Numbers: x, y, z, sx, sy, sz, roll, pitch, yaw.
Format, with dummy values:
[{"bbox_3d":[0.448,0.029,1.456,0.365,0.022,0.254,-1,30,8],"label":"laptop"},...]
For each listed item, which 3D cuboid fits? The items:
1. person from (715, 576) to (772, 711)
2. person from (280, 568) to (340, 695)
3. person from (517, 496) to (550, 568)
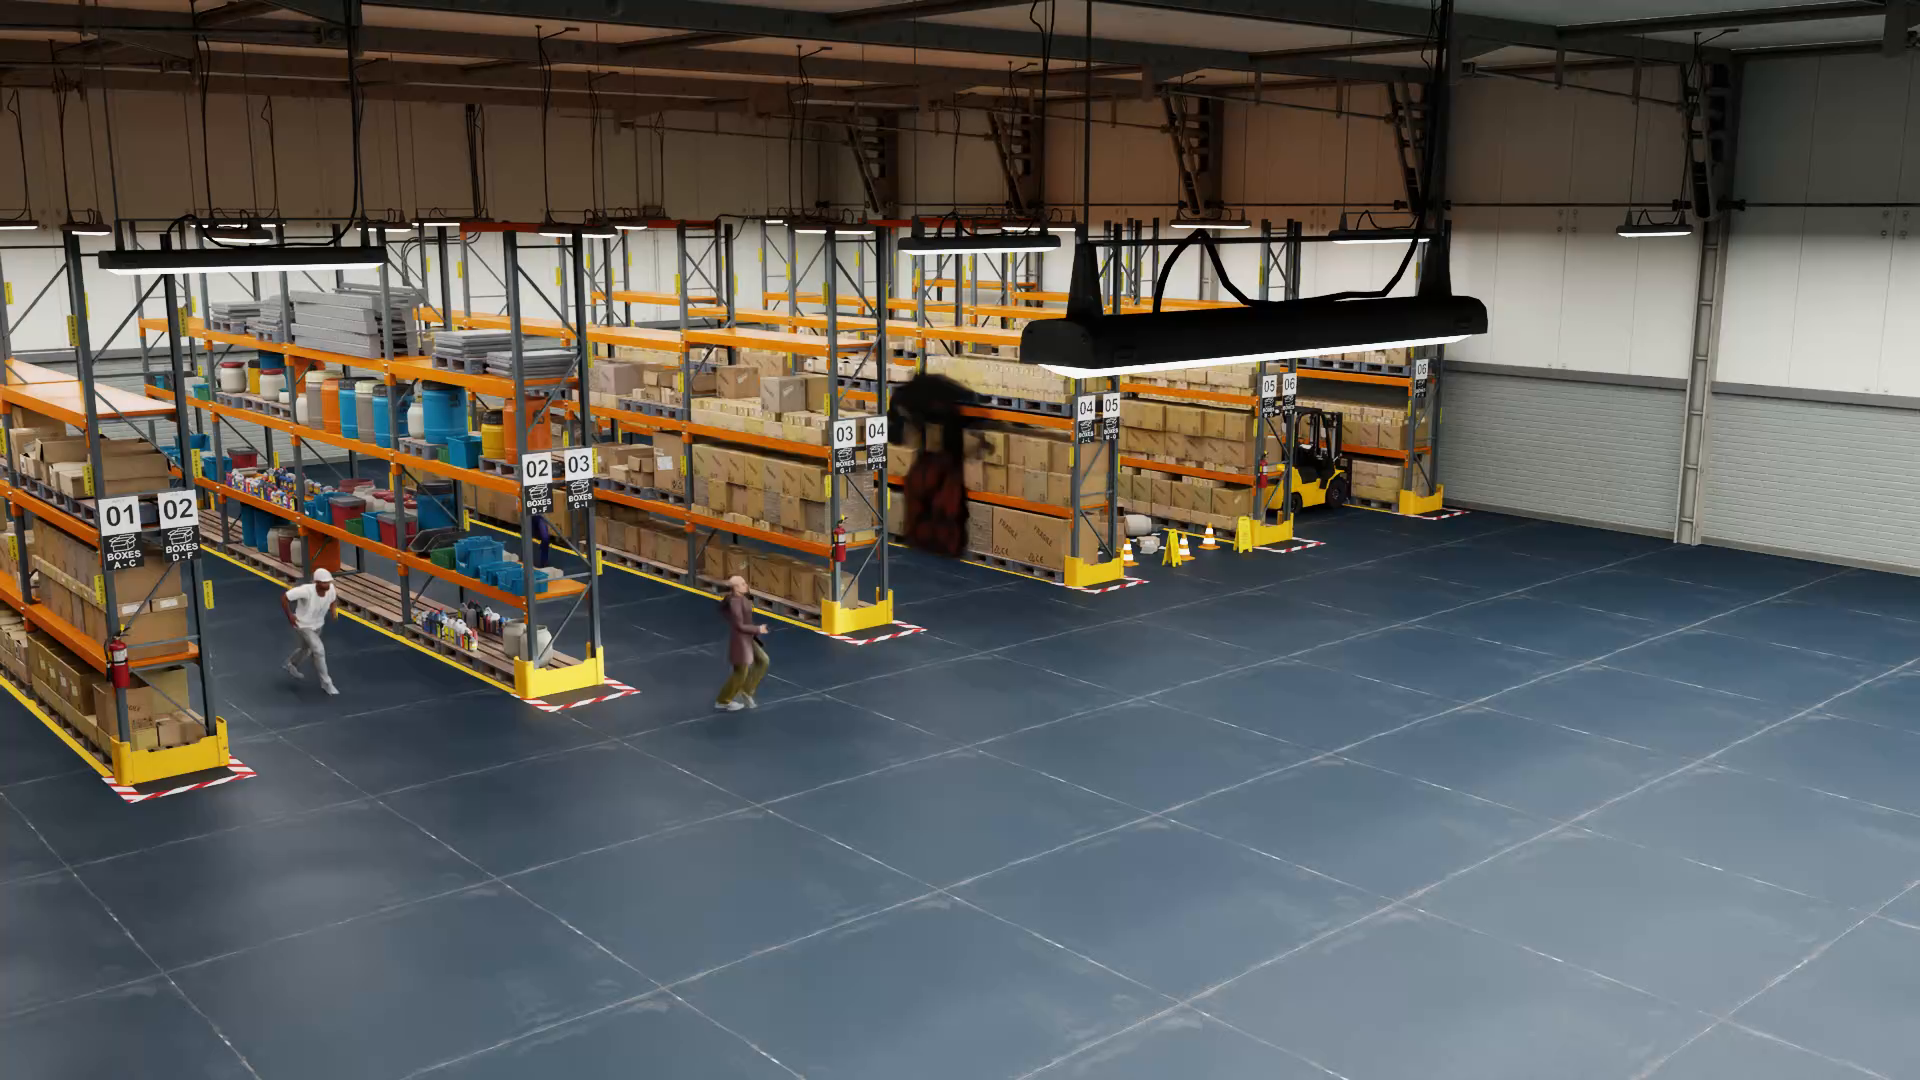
[{"bbox_3d":[-2.751,1.307,21.026,0.745,1.773,0.718,-1,11,-5],"label":"person"},{"bbox_3d":[-8.603,1.178,21.911,1.061,1.715,0.745,7,13,31],"label":"person"},{"bbox_3d":[-7.502,-0.290,29.296,0.607,1.675,0.802,-8,14,-34],"label":"person"}]
